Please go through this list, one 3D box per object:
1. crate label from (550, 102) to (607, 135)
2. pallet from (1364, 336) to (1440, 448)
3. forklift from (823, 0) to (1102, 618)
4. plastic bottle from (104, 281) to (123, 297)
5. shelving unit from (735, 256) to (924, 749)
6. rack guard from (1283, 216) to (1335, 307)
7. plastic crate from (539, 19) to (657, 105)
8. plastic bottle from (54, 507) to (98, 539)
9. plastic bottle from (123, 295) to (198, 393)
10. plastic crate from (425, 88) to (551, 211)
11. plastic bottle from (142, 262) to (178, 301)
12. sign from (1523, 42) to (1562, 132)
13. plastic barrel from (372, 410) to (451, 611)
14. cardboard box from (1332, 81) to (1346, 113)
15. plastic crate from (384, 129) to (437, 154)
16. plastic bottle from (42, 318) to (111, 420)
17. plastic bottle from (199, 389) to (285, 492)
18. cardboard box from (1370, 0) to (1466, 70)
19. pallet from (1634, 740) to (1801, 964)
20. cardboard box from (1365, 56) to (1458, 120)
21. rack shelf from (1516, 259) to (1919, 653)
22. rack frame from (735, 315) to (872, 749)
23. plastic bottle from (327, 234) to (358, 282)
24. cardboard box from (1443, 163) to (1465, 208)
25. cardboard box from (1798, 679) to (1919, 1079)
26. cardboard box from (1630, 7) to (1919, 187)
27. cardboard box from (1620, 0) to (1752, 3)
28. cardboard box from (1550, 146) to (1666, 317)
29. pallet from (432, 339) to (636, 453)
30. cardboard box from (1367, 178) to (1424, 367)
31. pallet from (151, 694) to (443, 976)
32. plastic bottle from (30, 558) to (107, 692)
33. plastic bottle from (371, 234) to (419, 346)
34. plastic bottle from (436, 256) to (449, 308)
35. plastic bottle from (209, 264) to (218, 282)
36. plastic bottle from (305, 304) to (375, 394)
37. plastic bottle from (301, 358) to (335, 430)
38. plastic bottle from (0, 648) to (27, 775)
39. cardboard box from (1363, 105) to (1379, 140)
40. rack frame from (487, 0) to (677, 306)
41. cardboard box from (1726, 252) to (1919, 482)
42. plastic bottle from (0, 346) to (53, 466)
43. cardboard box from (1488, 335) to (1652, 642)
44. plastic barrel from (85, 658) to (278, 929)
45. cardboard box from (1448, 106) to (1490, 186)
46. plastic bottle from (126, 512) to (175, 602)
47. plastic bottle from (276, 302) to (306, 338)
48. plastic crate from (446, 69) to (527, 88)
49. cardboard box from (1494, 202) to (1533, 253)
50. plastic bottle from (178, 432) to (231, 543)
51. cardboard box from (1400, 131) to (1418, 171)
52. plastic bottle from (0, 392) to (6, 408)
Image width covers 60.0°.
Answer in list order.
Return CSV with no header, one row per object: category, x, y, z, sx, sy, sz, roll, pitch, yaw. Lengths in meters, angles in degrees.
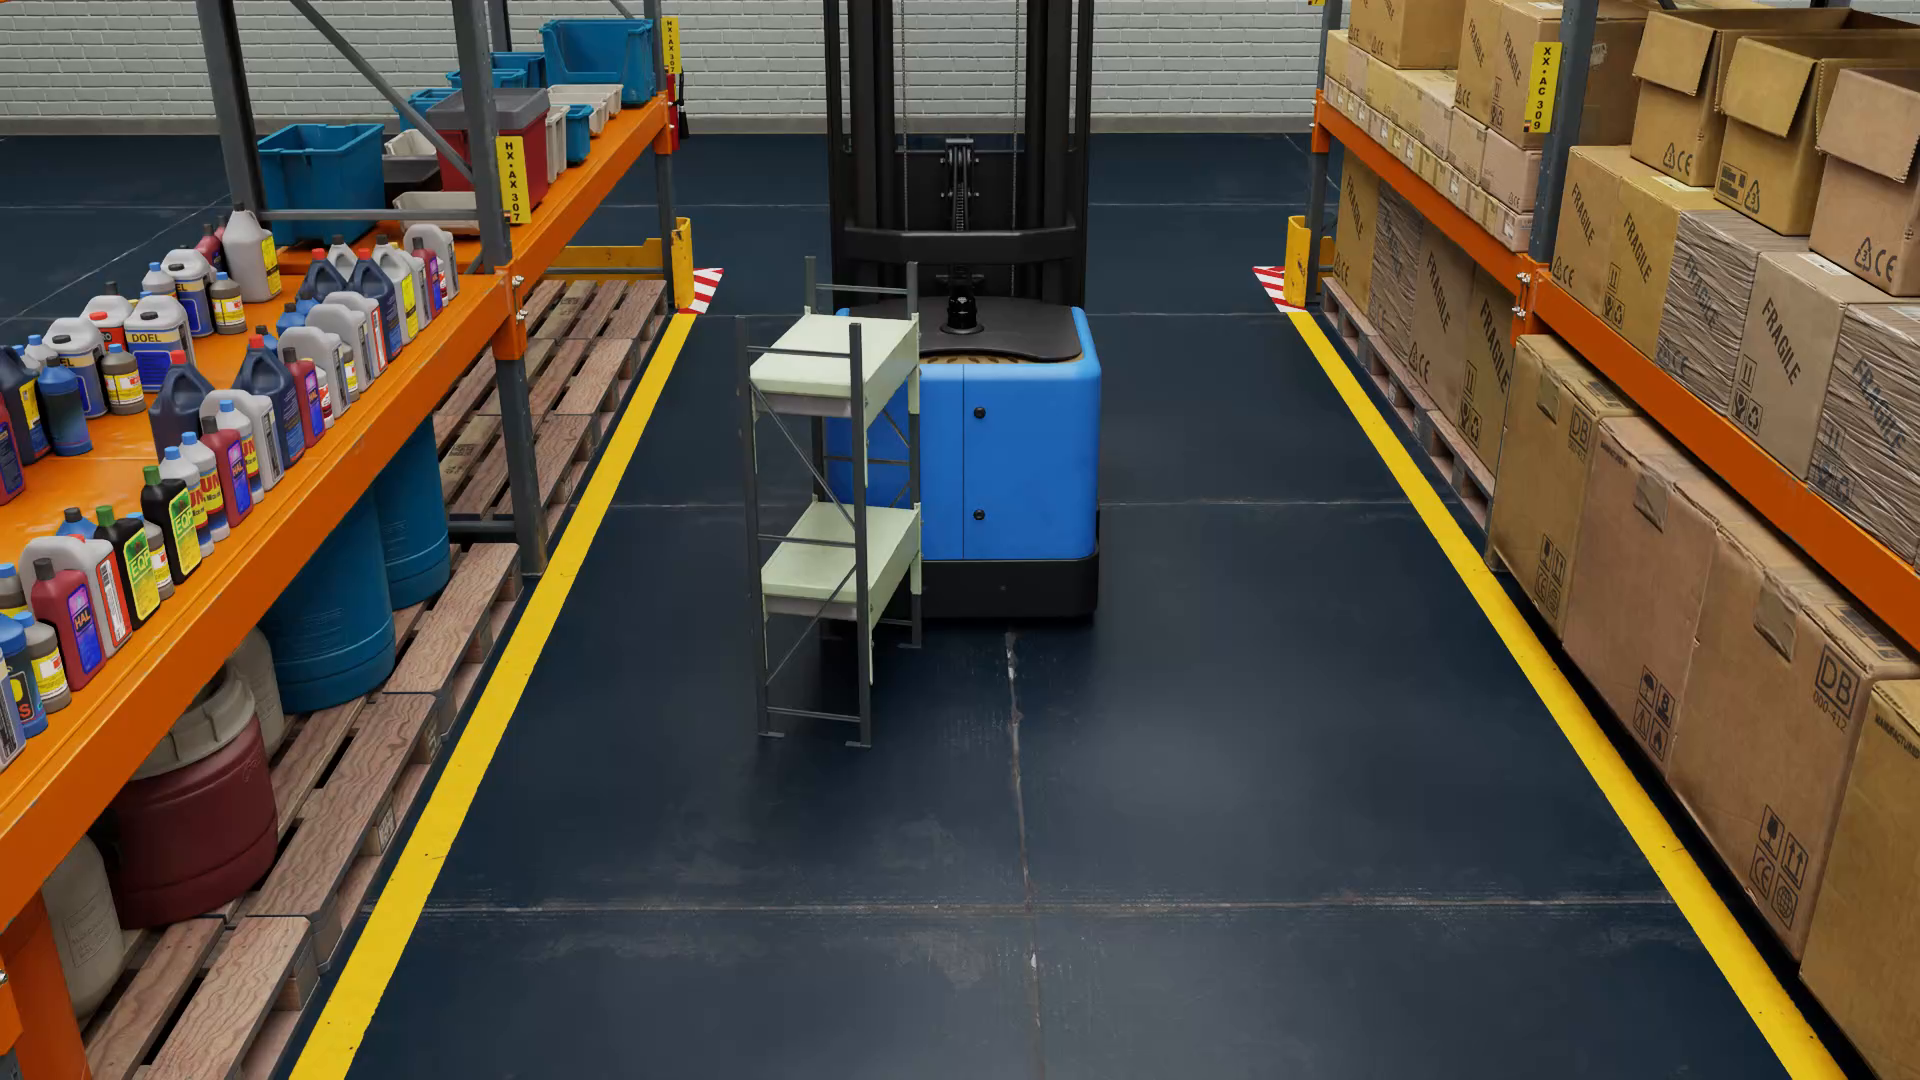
crate label,-2.072,-2.216,8.757,0.396,0.136,0.243,0,24,-1
pallet,2.771,-0.799,8.761,1.003,0.211,1.213,0,24,-1
forklift,-0.010,-1.595,7.220,1.130,2.935,3.031,0,24,-1
plastic bottle,-2.648,-0.658,5.206,0.061,0.283,0.133,0,24,-1
shelving unit,-0.421,-0.139,5.738,0.431,1.500,0.755,5,25,11
rack guard,2.674,-1.772,10.560,1.175,0.500,0.348,0,24,-1
plastic crate,-2.088,-2.785,9.651,0.616,0.435,0.499,0,24,-1
plastic bottle,-1.913,0.059,3.636,0.097,0.271,0.097,0,24,0
plastic bottle,-2.449,-0.600,5.088,0.152,0.276,0.135,0,24,-1
plastic crate,-1.994,-1.656,7.120,0.402,0.464,0.583,0,24,-1
plastic bottle,-2.633,-0.780,5.491,0.097,0.271,0.097,0,24,0
sign,2.163,-1.680,6.177,0.100,0.325,0.005,0,24,-1
plastic barrel,-2.246,-0.241,6.180,0.600,0.901,0.708,0,24,-1
cardboard box,2.352,-2.533,9.515,0.380,0.149,0.250,-1,24,-1
plastic crate,-2.555,-1.853,7.955,0.293,0.136,0.466,0,24,-1
plastic bottle,-2.598,-0.504,4.875,0.152,0.276,0.135,0,24,-1
plastic bottle,-1.888,-0.276,4.372,0.152,0.276,0.135,0,24,-1
cardboard box,2.426,-2.691,8.471,0.500,0.500,0.500,-1,24,-2
pallet,2.818,0.840,5.137,1.003,0.211,1.213,0,24,-1
cardboard box,2.423,-2.348,8.621,0.500,0.250,0.500,-1,24,-2
rack shelf,2.739,-0.100,4.705,1.077,0.370,4.000,0,24,-1
rack frame,-0.498,0.008,5.413,0.400,1.500,0.023,5,25,11
plastic bottle,-2.042,-0.830,5.504,0.144,0.351,0.185,0,24,-1
cardboard box,2.378,-1.580,7.408,0.380,0.149,0.250,0,24,0
cardboard box,2.775,0.888,3.715,1.225,0.875,0.875,-1,24,-3
cardboard box,2.733,-1.492,5.570,0.797,0.503,0.637,-1,24,-2
cardboard box,2.970,-2.063,7.082,0.500,0.500,0.500,0,24,-1
cardboard box,2.473,-1.107,5.937,0.500,0.500,0.500,0,24,0
pallet,-2.298,-0.766,8.688,1.003,0.211,1.213,0,24,-1
cardboard box,2.771,-1.485,8.963,0.875,0.875,0.875,0,24,-1
pallet,-2.252,0.863,5.087,1.003,0.211,1.213,0,24,-1
plastic bottle,-1.831,0.156,3.407,0.061,0.283,0.133,0,24,-1
plastic bottle,-1.898,-0.830,5.506,0.144,0.351,0.185,0,24,-1
plastic bottle,-1.879,-0.931,5.909,0.097,0.201,0.097,0,24,0
plastic bottle,-2.637,-0.884,5.806,0.097,0.201,0.097,0,24,0
plastic bottle,-1.897,-0.599,5.084,0.152,0.276,0.135,0,24,-1
plastic bottle,-1.865,-0.422,4.783,0.097,0.201,0.097,0,24,0
plastic bottle,-1.873,0.295,3.108,0.152,0.276,0.135,0,24,-1
cardboard box,2.361,-2.215,8.812,0.380,0.149,0.250,-1,24,-2
rack frame,-2.279,-2.878,9.974,1.000,3.000,0.127,0,24,-1
cardboard box,2.495,-0.481,4.552,0.500,0.500,0.500,0,24,0
plastic bottle,-2.598,-0.392,4.536,0.144,0.351,0.185,0,24,-1
cardboard box,2.745,-0.212,6.147,1.225,0.875,0.875,0,24,0
plastic barrel,-2.226,0.659,4.570,0.600,0.588,0.708,0,24,-1
cardboard box,2.442,-1.713,7.220,0.500,0.250,0.500,0,24,1
plastic bottle,-1.853,0.035,3.773,0.097,0.201,0.097,0,24,0
plastic bottle,-2.021,-0.588,5.067,0.097,0.271,0.097,0,24,0
plastic crate,-2.598,-2.455,9.168,0.416,0.233,0.300,0,24,-1
cardboard box,2.387,-1.262,6.705,0.380,0.149,0.250,0,24,0
plastic bottle,-1.857,-0.132,4.057,0.097,0.271,0.097,0,24,0
cardboard box,2.371,-1.896,8.108,0.380,0.149,0.250,0,24,0
plastic bottle,-2.577,-0.296,4.406,0.061,0.283,0.133,0,24,-1
